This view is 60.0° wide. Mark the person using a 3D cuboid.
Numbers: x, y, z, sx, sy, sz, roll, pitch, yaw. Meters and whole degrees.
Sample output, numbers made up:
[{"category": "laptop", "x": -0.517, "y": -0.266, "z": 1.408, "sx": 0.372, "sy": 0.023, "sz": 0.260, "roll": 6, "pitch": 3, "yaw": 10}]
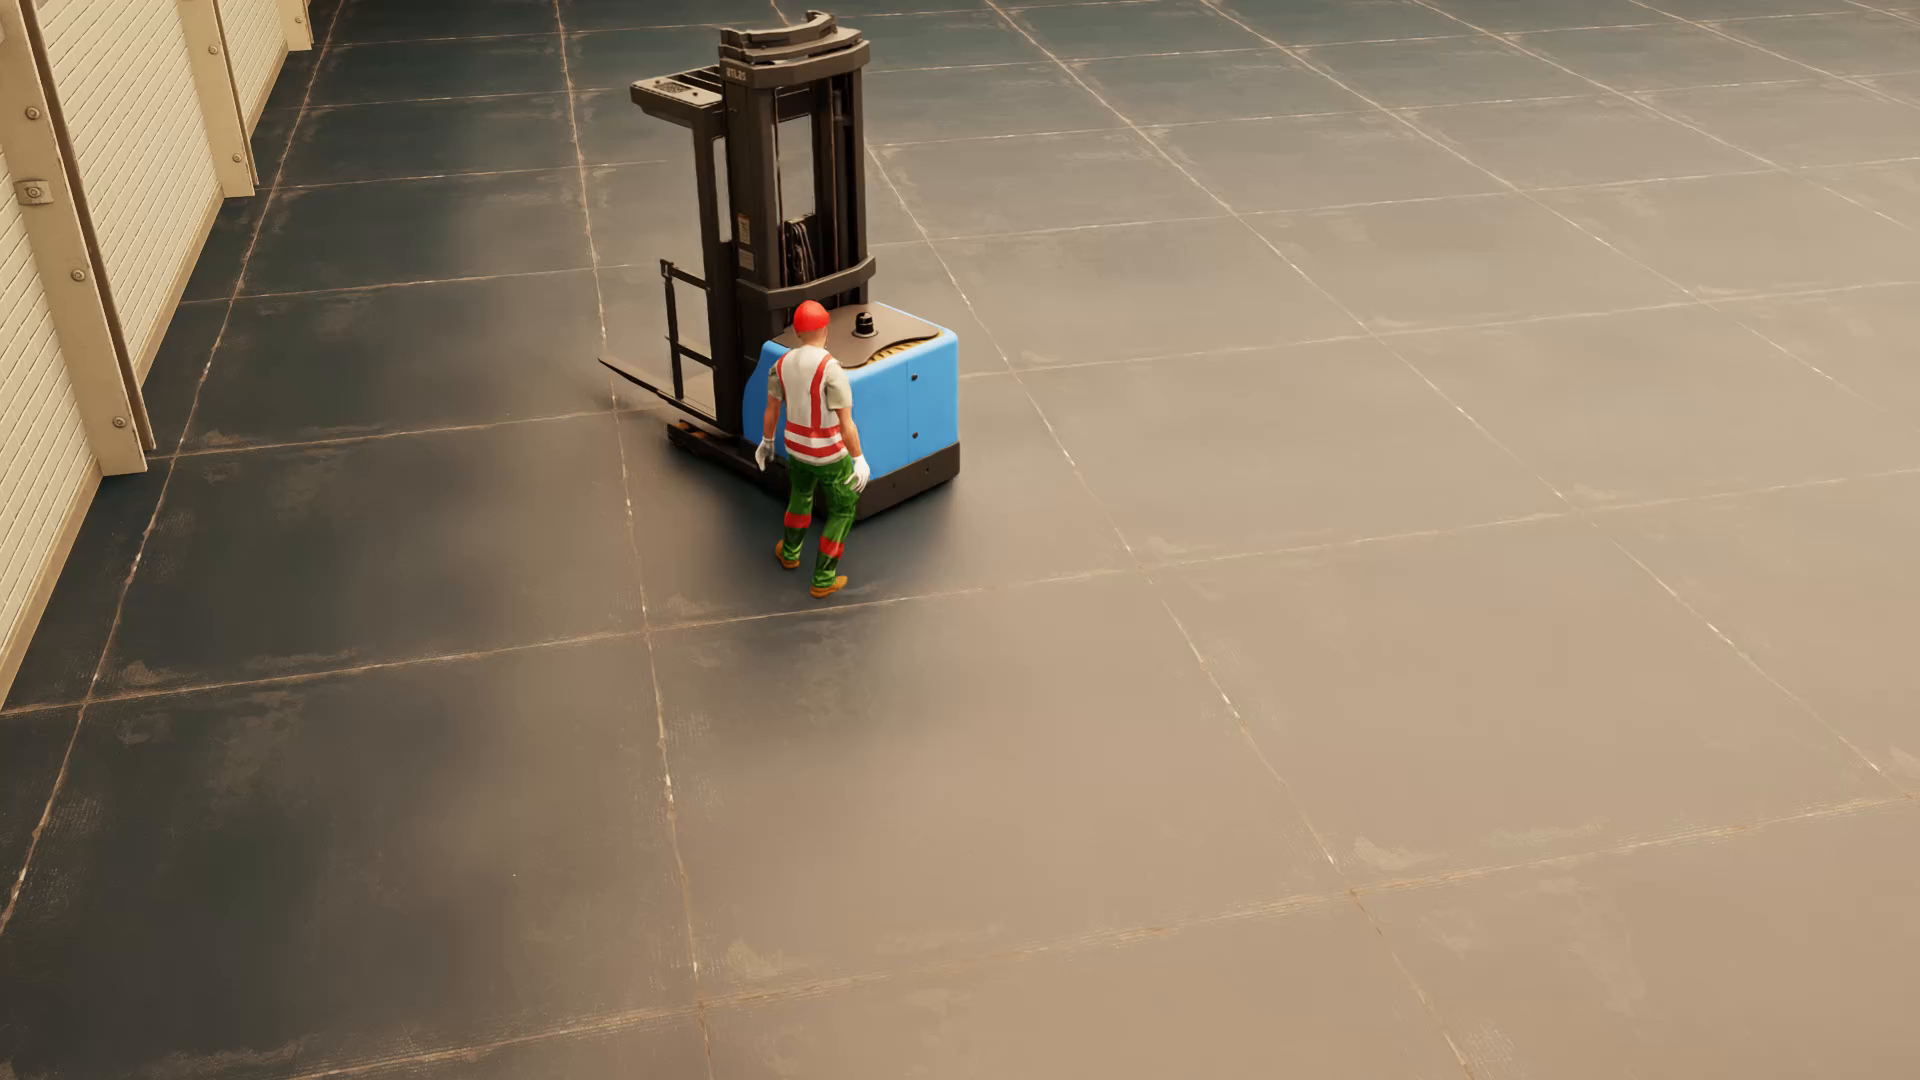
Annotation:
[{"category": "person", "x": -0.830, "y": -0.524, "z": 9.707, "sx": 0.887, "sy": 1.750, "sz": 0.464, "roll": 23, "pitch": 37, "yaw": 34}]

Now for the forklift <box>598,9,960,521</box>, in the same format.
[{"category": "forklift", "x": -1.398, "y": -2.020, "z": 11.064, "sx": 3.031, "sy": 2.935, "sz": 1.130, "roll": 26, "pitch": 39, "yaw": 38}]
